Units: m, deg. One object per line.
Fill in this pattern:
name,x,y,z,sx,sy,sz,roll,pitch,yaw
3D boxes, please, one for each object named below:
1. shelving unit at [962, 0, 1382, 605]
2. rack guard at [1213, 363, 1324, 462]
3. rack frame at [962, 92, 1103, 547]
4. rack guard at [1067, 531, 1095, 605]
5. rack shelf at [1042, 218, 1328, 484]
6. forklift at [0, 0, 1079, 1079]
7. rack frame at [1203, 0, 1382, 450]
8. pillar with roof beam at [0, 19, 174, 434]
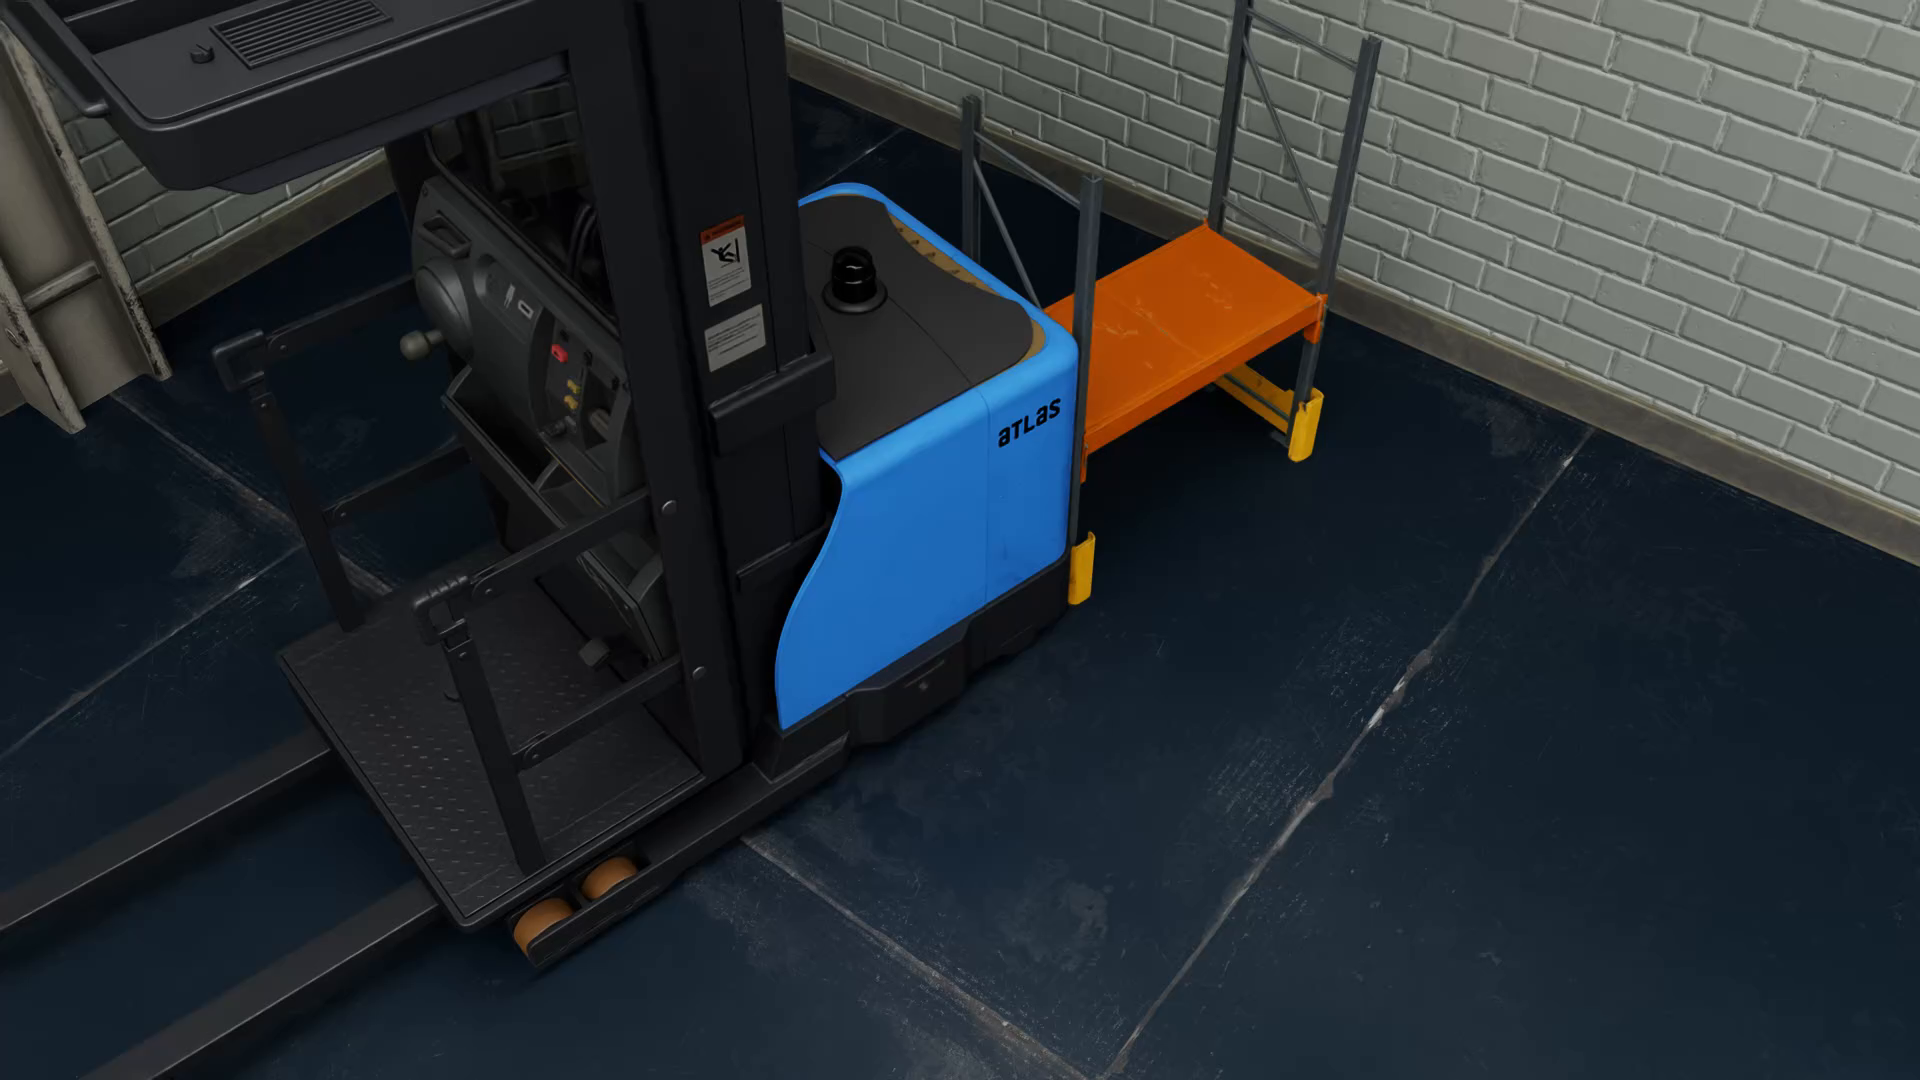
shelving unit,0.575,-0.724,4.905,1.083,1.500,0.587,-31,54,-26
rack guard,0.960,-0.521,5.575,0.087,0.250,0.587,-31,54,-26
rack frame,0.175,-0.487,4.678,0.032,1.500,0.500,-31,54,-26
rack guard,0.190,-0.064,5.138,0.087,0.250,0.587,-31,54,-26
rack shelf,0.568,-0.596,5.031,1.000,0.185,0.538,-31,54,-26
forklift,-1.137,-0.377,3.583,3.031,2.935,1.130,-31,54,-26
rack frame,0.961,-0.954,5.124,0.032,1.500,0.500,-31,54,-26
pillar with roof beam,0.423,-1.740,0.689,9.100,9.000,0.400,29,53,25
